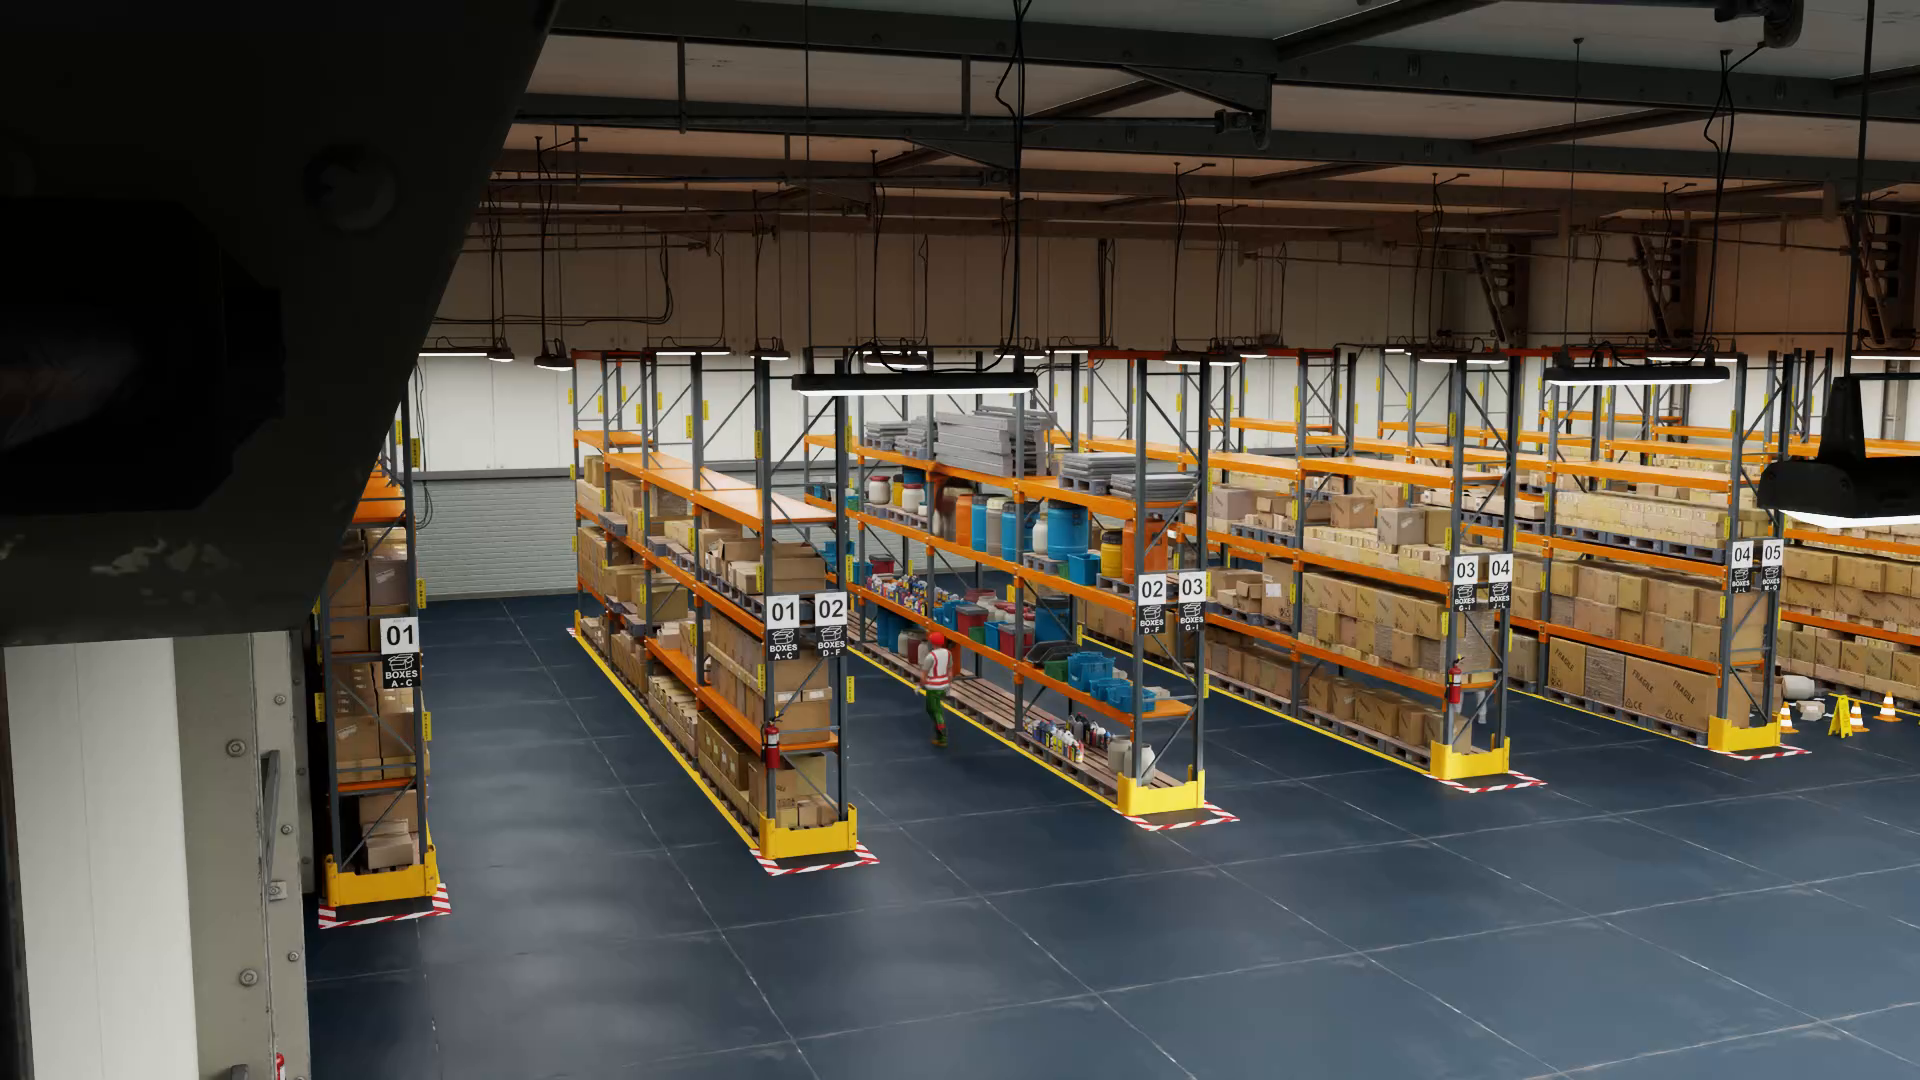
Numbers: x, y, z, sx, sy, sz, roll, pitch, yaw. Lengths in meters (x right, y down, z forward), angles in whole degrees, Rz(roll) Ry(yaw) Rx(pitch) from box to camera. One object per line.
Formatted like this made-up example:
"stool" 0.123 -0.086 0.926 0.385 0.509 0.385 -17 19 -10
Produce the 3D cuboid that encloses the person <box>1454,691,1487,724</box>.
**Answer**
"person" 8.350 2.091 27.196 0.619 1.747 0.435 4 8 31

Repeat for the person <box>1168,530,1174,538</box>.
"person" 5.061 0.327 41.499 0.584 1.726 1.048 1 7 7

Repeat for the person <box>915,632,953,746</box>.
"person" -0.424 2.291 25.490 0.509 1.823 0.529 4 8 27
